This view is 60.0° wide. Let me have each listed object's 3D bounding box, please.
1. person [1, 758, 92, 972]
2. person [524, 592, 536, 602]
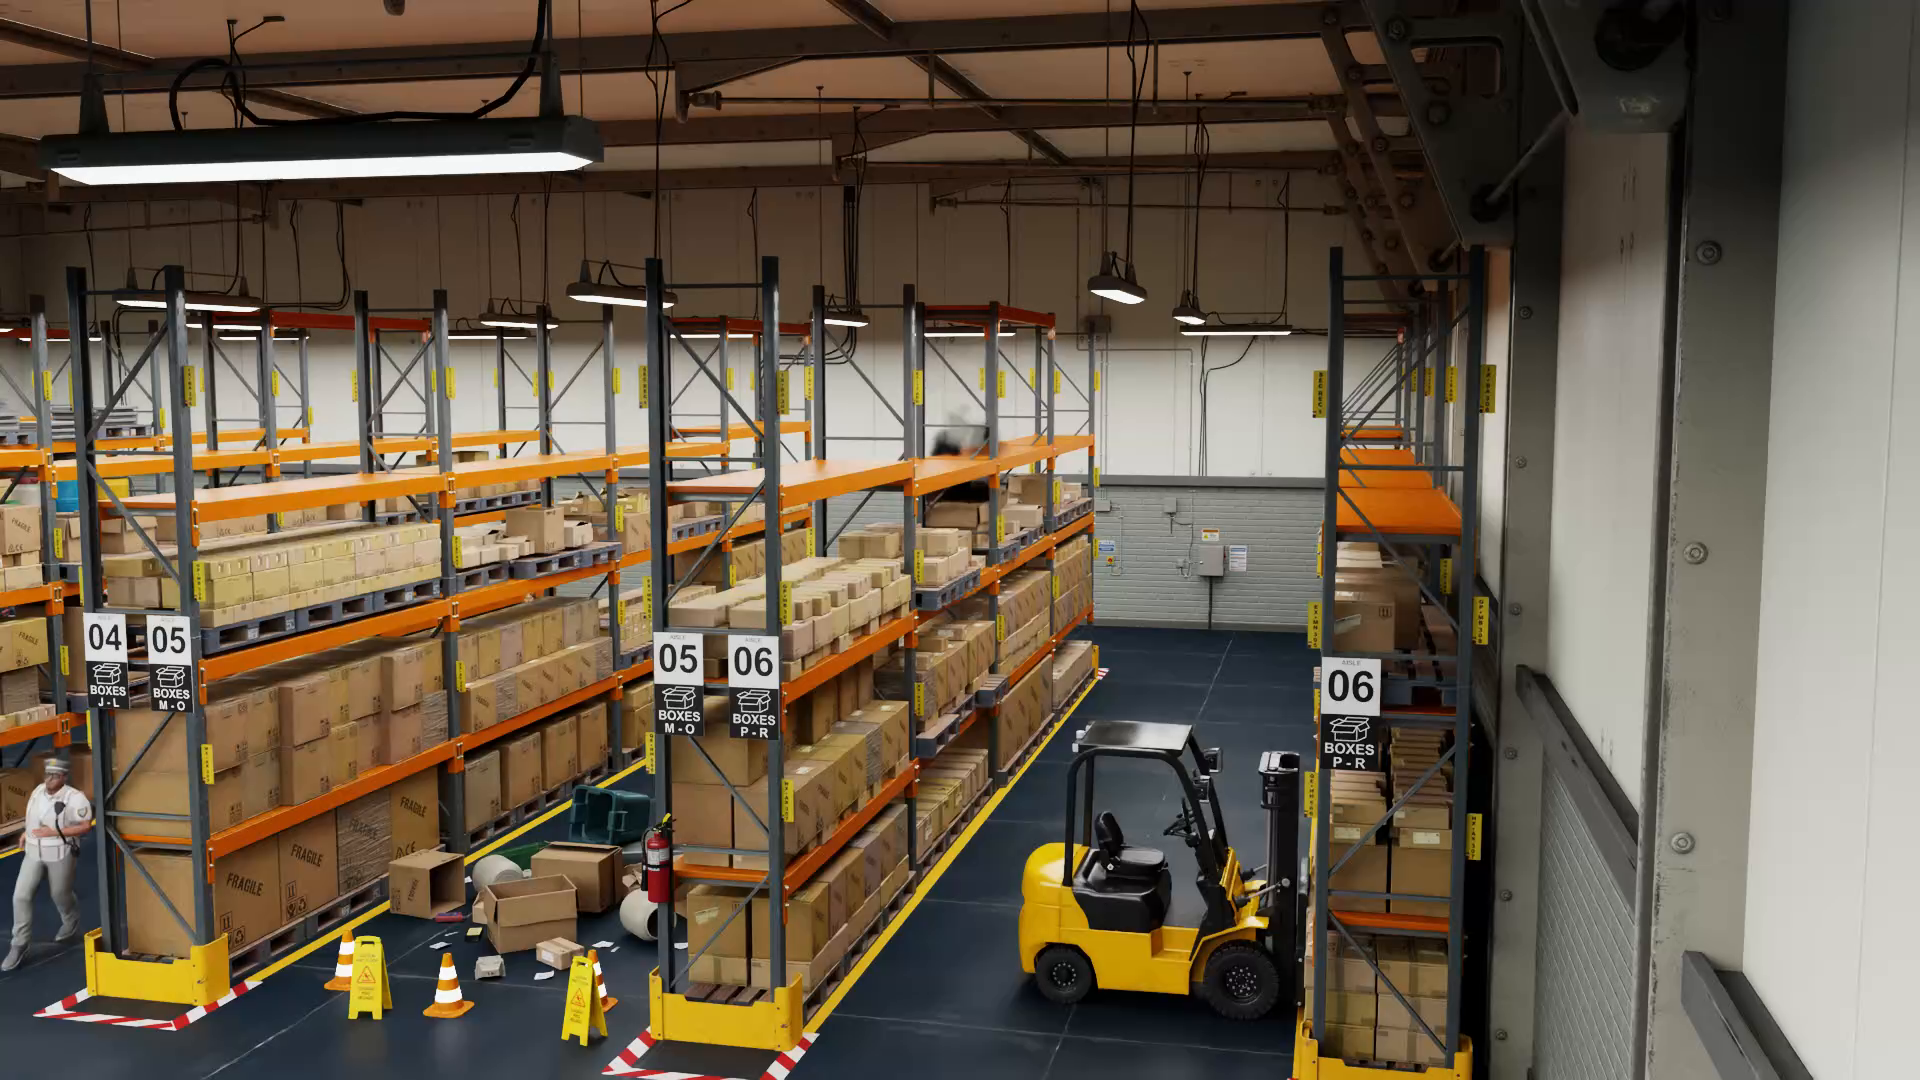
[{"bbox_3d":[-8.021,2.798,14.741,0.677,1.787,0.908,0,6,-2],"label":"person"},{"bbox_3d":[-6.879,1.644,26.707,0.568,1.673,0.922,1,6,6],"label":"person"}]
